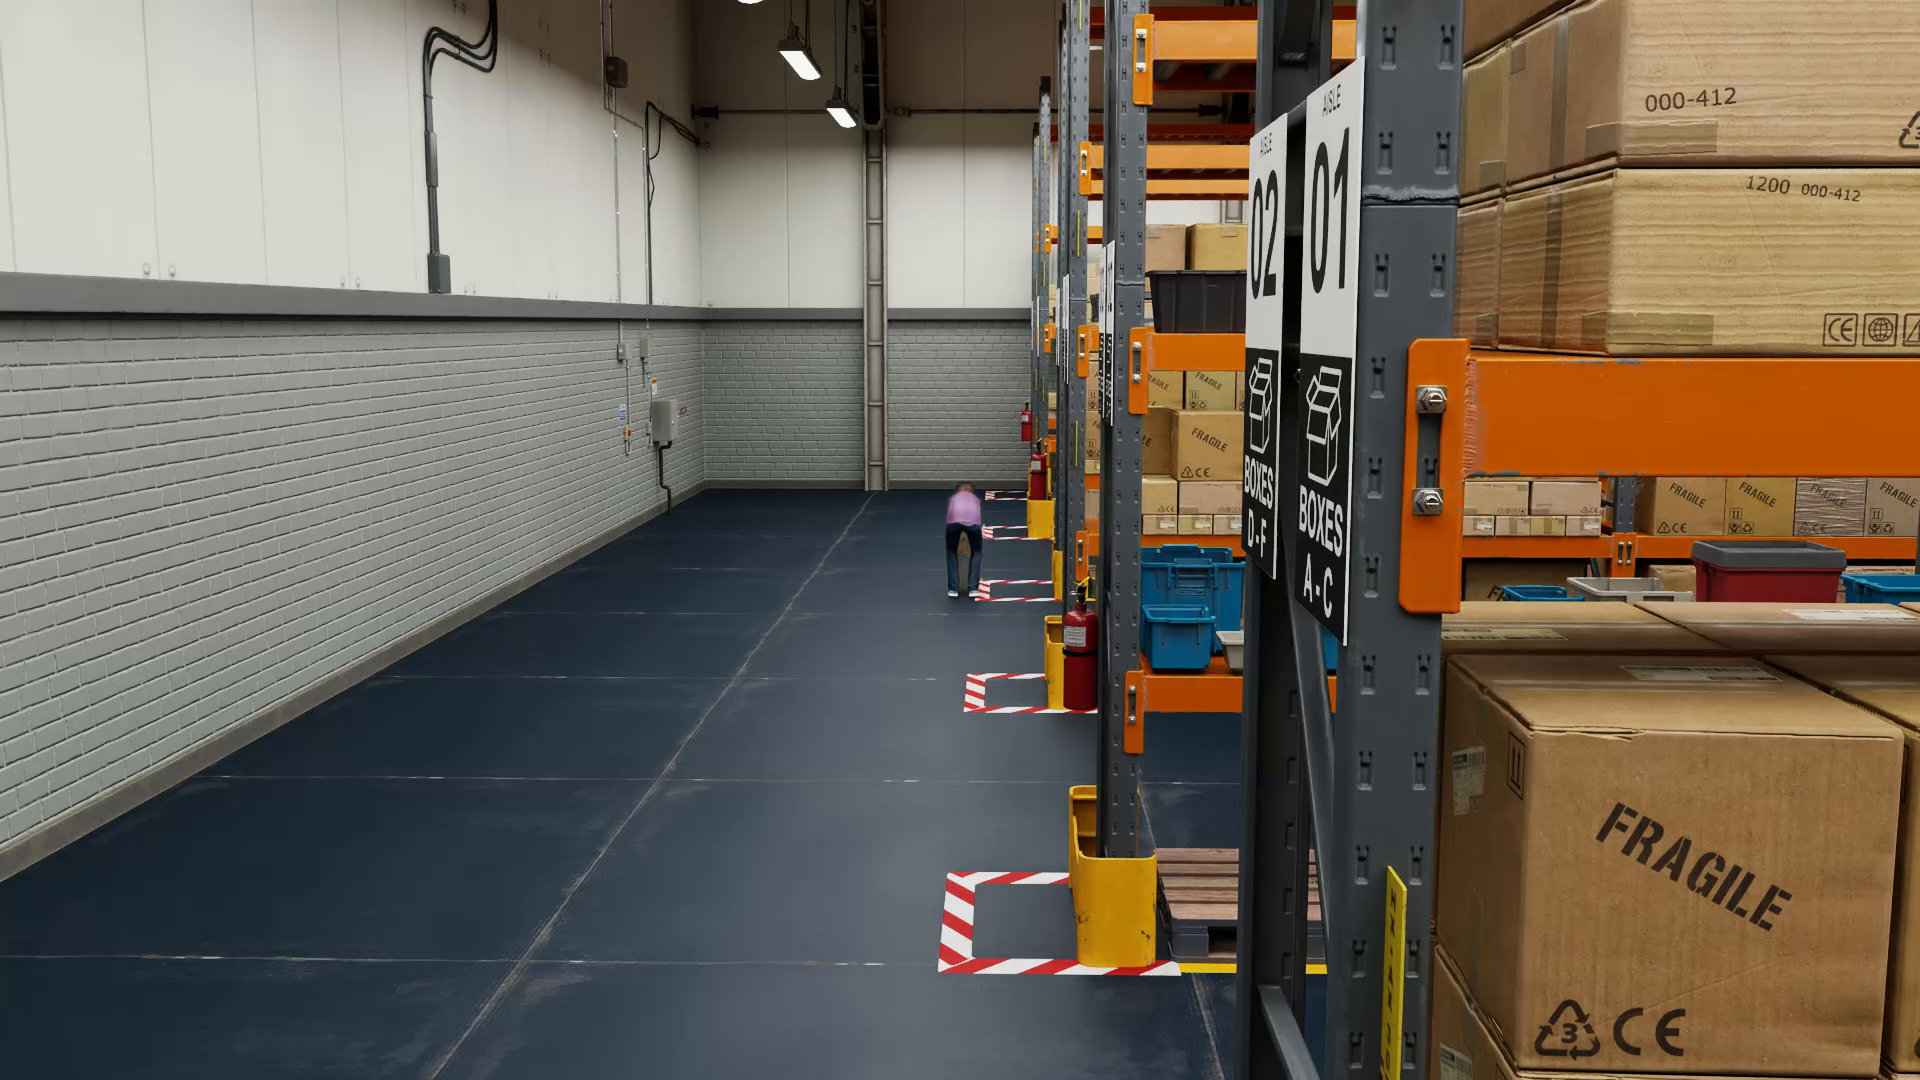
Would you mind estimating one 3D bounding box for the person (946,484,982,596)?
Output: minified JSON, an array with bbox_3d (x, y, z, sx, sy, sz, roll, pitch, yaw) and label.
[{"bbox_3d":[0.052,0.004,17.586,0.385,1.136,0.848,0,7,3],"label":"person"}]
